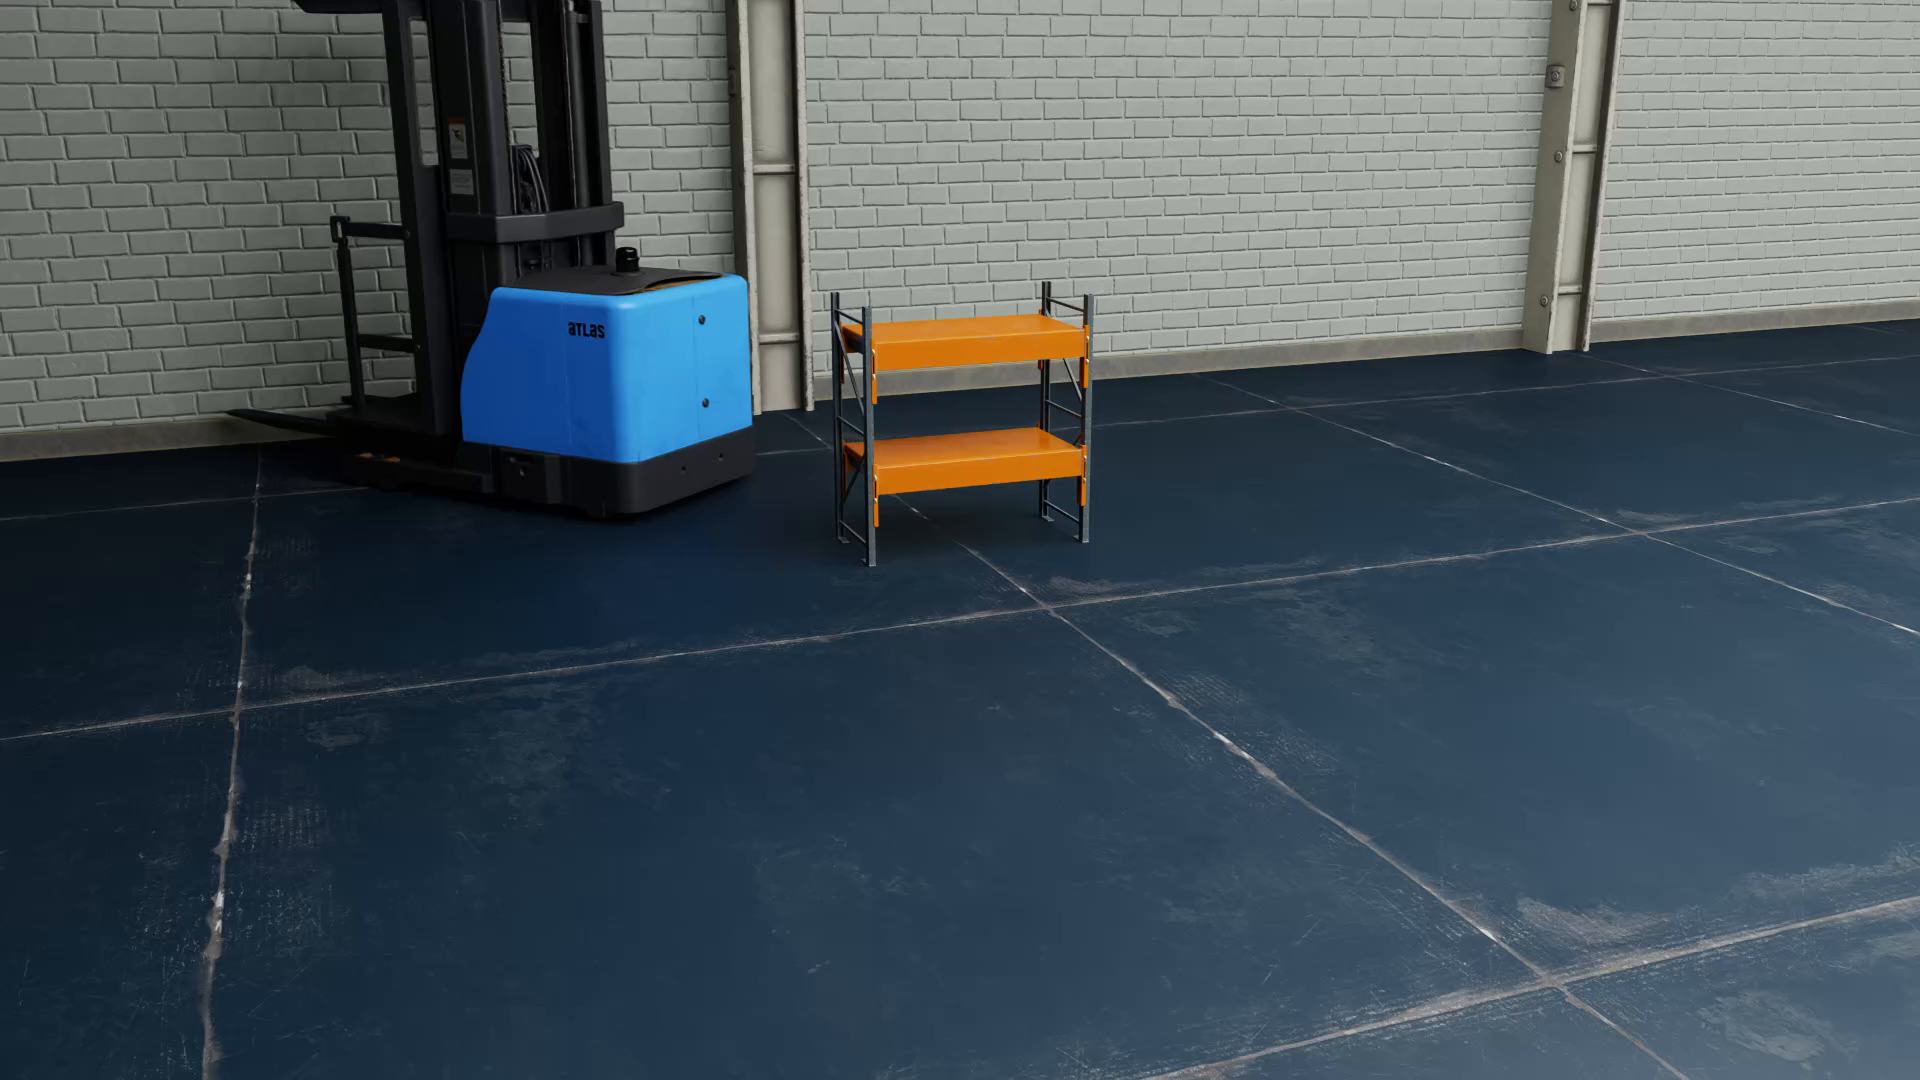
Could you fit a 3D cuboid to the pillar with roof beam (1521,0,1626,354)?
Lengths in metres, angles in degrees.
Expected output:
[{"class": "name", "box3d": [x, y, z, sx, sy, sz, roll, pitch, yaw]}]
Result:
[{"class": "pillar with roof beam", "box3d": [5.998, -4.618, 7.353, 0.400, 9.000, 9.100, -6, 17, -20]}]

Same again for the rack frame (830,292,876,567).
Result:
[{"class": "rack frame", "box3d": [-0.468, -0.489, 7.268, 0.032, 1.125, 0.500, -6, 17, -20]}]

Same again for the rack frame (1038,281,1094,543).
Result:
[{"class": "rack frame", "box3d": [0.481, -0.592, 7.617, 0.032, 1.125, 0.500, -6, 17, -20]}]

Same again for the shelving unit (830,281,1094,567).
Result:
[{"class": "shelving unit", "box3d": [0.006, -0.540, 7.442, 1.048, 1.125, 0.538, -6, 17, -20]}]

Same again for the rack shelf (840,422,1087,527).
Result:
[{"class": "rack shelf", "box3d": [0.006, -0.306, 7.511, 1.000, 0.278, 0.538, -6, 17, -20]}]

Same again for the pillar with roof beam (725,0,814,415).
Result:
[{"class": "pillar with roof beam", "box3d": [0.395, -4.013, 5.293, 0.400, 9.000, 9.100, -6, 17, -20]}]

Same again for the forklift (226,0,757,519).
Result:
[{"class": "forklift", "box3d": [-2.589, -1.783, 8.468, 3.031, 2.935, 1.130, 9, 18, 27]}]

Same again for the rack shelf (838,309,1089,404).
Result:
[{"class": "rack shelf", "box3d": [0.006, -0.821, 7.360, 1.000, 0.278, 0.538, -6, 17, -20]}]
